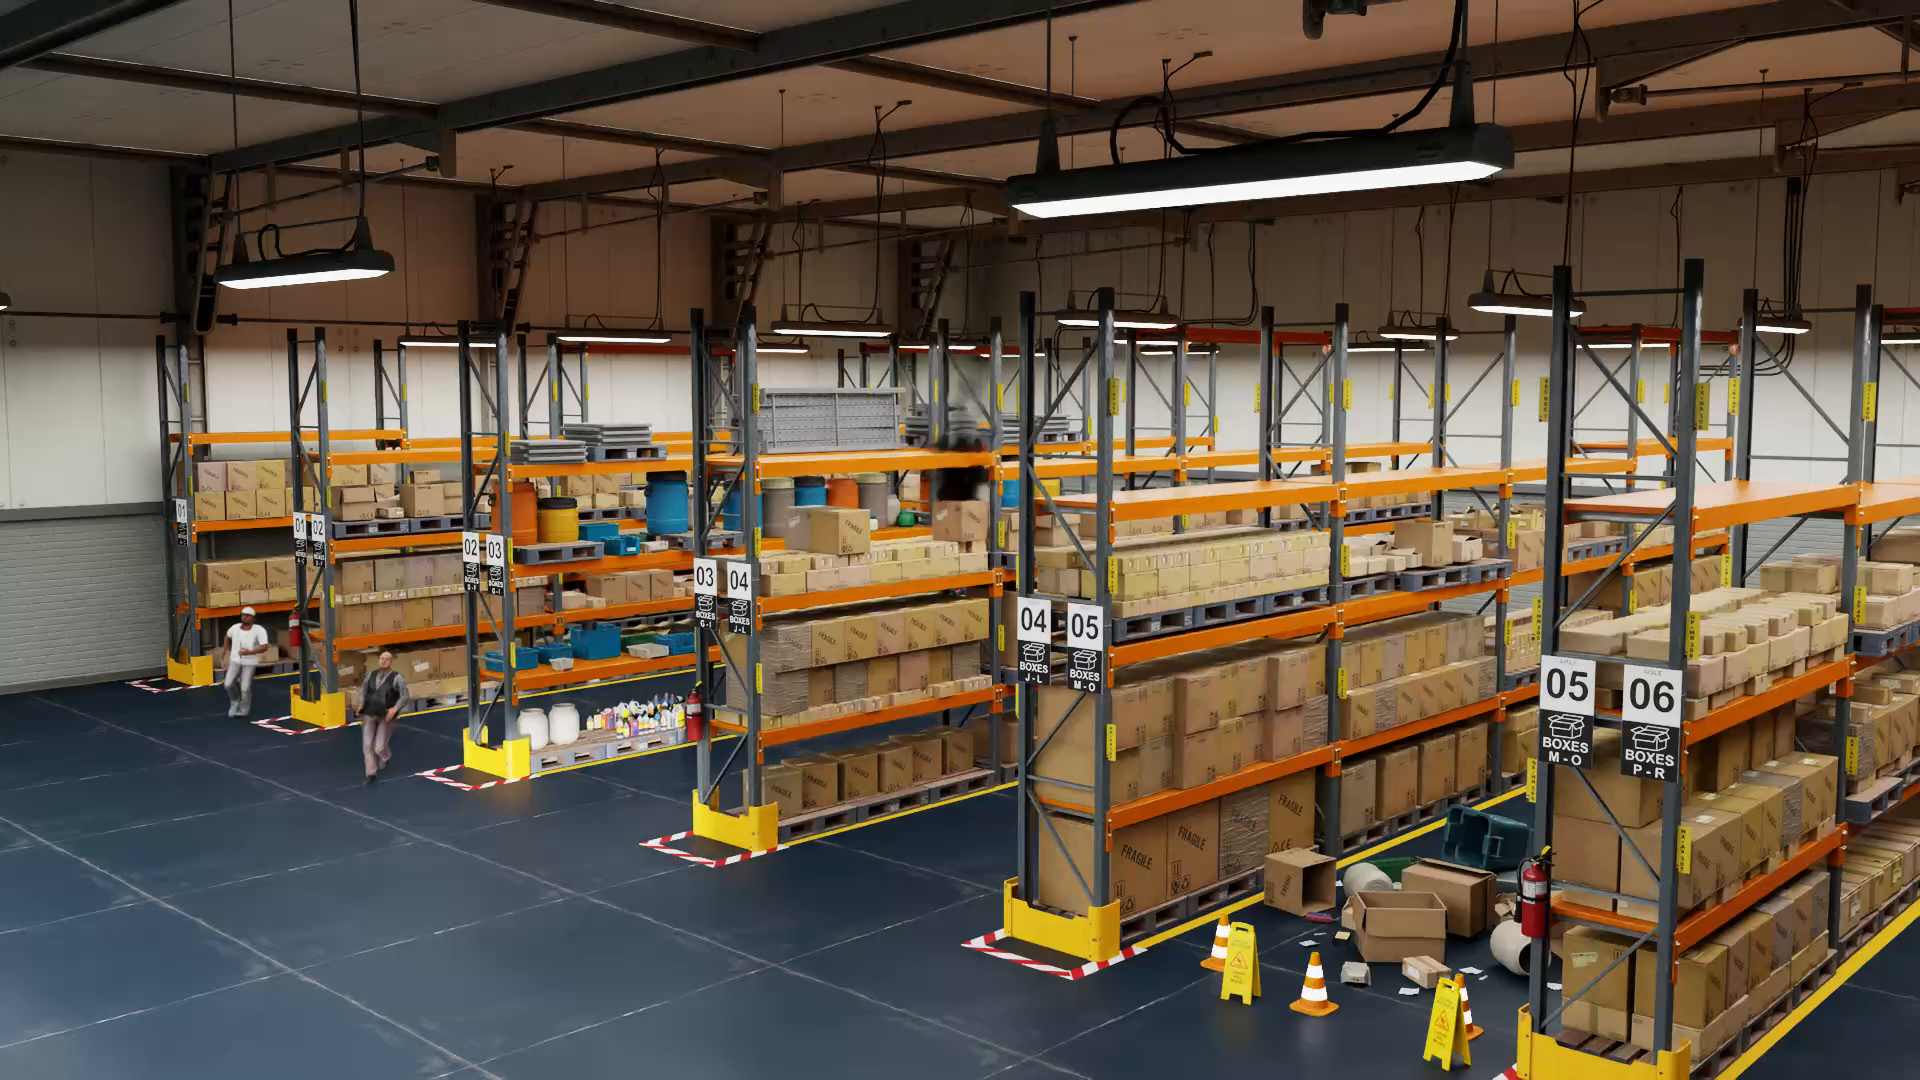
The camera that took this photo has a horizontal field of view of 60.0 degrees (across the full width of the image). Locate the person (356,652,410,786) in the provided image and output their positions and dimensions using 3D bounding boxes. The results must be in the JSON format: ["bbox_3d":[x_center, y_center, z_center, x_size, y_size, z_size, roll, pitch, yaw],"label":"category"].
[{"bbox_3d":[-7.531,2.307,21.654,0.700,1.692,0.658,0,5,4],"label":"person"}]

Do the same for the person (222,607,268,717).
[{"bbox_3d":[-11.062,1.889,25.706,0.729,1.717,0.626,-1,5,-6],"label":"person"}]

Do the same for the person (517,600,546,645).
[{"bbox_3d":[-7.753,1.500,30.084,0.664,1.684,0.678,4,7,37],"label":"person"}]
